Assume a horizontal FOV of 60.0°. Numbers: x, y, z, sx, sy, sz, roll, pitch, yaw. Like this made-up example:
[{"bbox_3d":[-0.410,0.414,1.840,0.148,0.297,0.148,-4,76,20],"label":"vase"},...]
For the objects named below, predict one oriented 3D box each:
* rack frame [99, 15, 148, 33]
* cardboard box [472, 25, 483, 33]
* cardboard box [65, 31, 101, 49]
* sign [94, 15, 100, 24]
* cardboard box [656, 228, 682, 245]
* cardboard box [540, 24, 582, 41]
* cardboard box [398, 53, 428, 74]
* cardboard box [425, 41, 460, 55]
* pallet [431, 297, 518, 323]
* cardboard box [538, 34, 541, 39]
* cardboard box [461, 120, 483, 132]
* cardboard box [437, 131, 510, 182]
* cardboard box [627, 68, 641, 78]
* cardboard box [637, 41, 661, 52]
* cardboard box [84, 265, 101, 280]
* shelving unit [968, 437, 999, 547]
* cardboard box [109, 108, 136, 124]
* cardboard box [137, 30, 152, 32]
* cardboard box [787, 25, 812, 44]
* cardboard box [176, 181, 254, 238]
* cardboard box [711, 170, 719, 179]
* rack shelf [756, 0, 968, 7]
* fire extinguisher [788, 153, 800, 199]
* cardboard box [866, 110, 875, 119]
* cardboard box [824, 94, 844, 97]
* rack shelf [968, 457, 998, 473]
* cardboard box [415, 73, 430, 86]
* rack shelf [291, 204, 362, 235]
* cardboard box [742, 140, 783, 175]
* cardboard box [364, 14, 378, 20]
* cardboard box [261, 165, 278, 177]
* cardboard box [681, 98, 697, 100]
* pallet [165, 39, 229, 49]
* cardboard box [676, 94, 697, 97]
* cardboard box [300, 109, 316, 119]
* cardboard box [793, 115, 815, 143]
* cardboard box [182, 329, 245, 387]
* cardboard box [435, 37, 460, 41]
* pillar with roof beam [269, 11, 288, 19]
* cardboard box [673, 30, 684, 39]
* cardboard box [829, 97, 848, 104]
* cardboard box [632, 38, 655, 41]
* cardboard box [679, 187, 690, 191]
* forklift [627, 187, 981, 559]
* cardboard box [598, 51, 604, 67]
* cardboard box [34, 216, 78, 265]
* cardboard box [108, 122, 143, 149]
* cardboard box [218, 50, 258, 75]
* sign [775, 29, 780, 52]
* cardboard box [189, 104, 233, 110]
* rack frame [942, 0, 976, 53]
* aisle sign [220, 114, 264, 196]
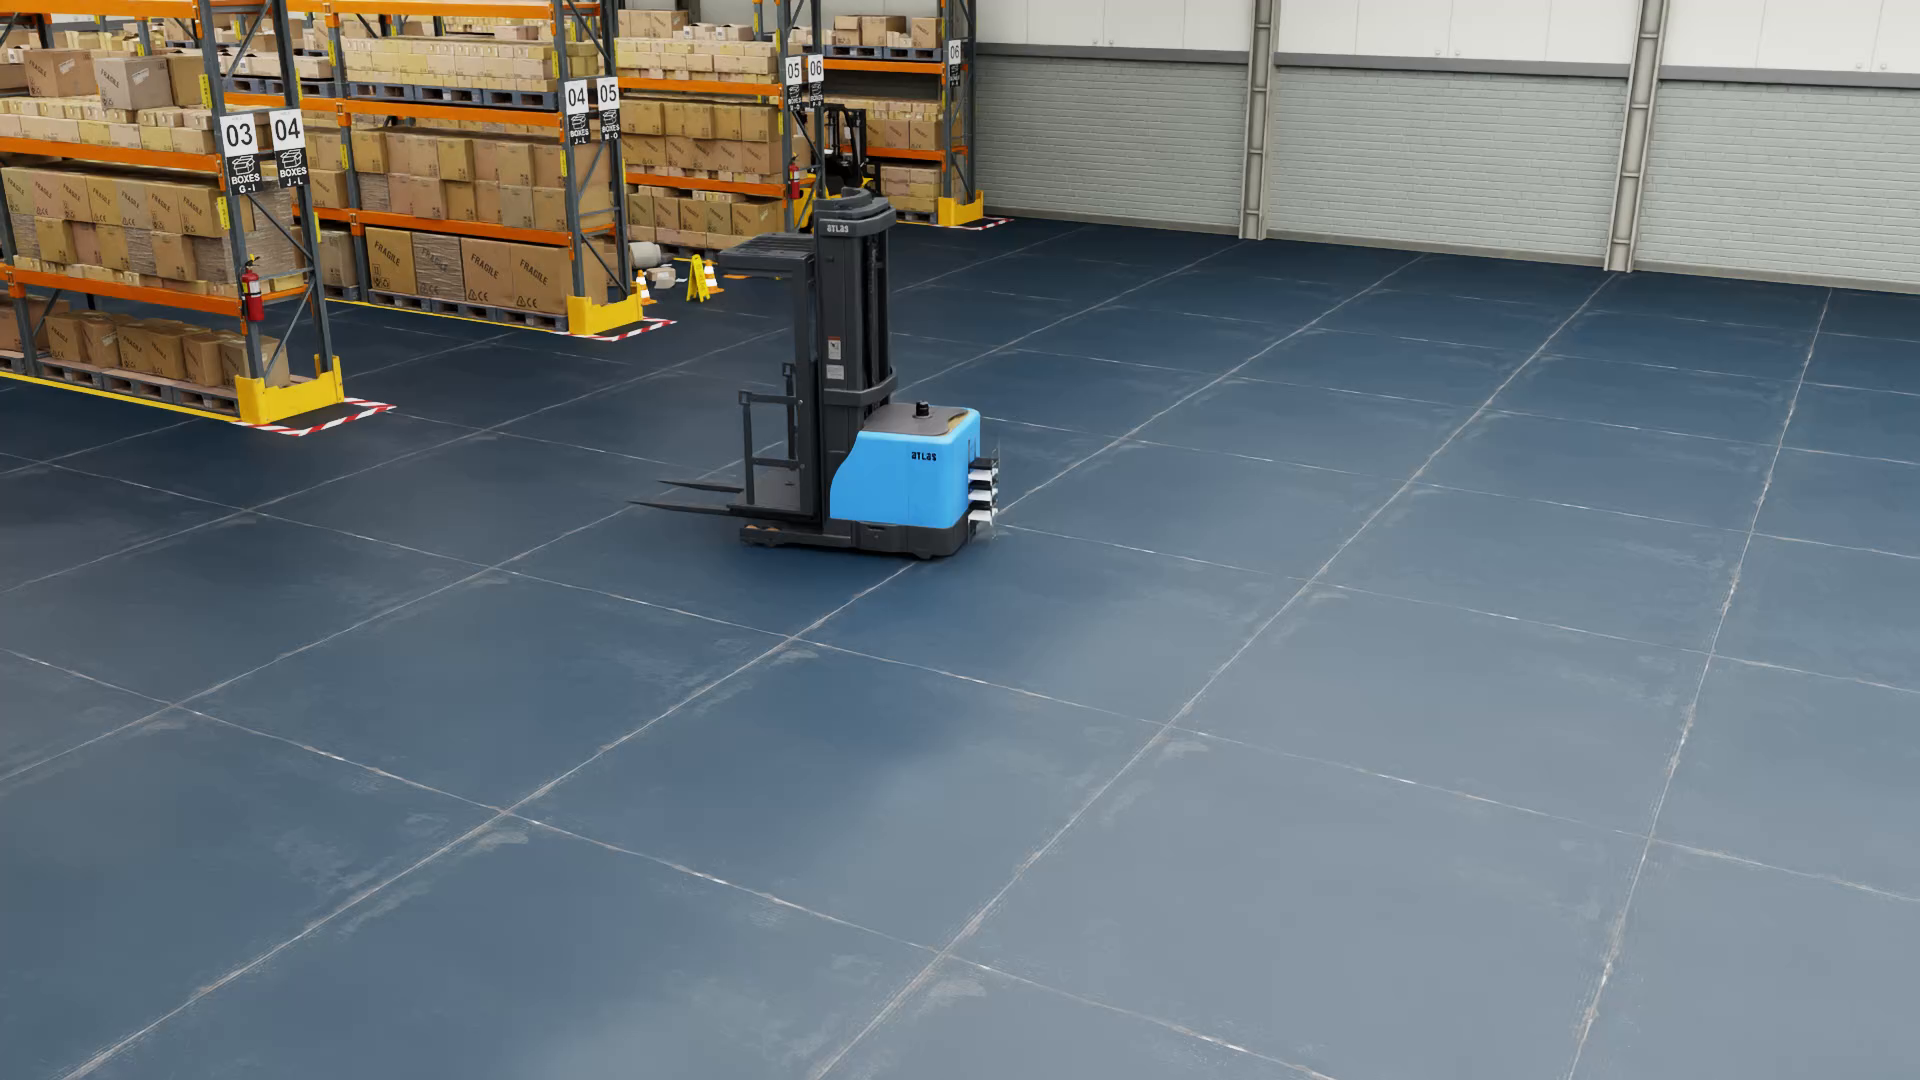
[{"bbox_3d":[-16.393,-11.251,32.186,0.127,3.000,1.000,11,23,27],"label":"rack frame"},{"bbox_3d":[-9.759,-10.479,34.061,0.250,0.149,0.380,11,23,28],"label":"cardboard box"},{"bbox_3d":[-13.347,-7.625,25.318,0.258,0.266,0.396,11,23,27],"label":"cardboard box"},{"bbox_3d":[-16.669,-10.125,32.082,0.005,0.325,0.100,11,23,27],"label":"sign"},{"bbox_3d":[-4.597,-4.989,27.136,0.500,0.250,0.500,10,22,27],"label":"cardboard box"},{"bbox_3d":[-6.671,-8.504,27.882,0.500,0.250,0.500,10,22,26],"label":"cardboard box"},{"bbox_3d":[-7.070,-6.337,22.058,0.500,0.250,0.500,11,22,27],"label":"cardboard box"},{"bbox_3d":[-6.762,-6.442,21.762,0.250,0.149,0.380,11,23,27],"label":"cardboard box"},{"bbox_3d":[-6.548,-3.282,23.103,1.213,0.211,1.003,11,23,27],"label":"pallet"},{"bbox_3d":[-8.434,-10.098,33.626,0.500,0.250,0.500,11,23,27],"label":"cardboard box"},{"bbox_3d":[-8.203,-7.170,28.535,0.500,0.500,0.500,11,23,28],"label":"cardboard box"},{"bbox_3d":[-6.529,-5.178,22.438,0.500,0.550,0.875,11,23,27],"label":"cardboard box"},{"bbox_3d":[-5.093,-7.481,26.558,0.250,0.149,0.380,12,23,29],"label":"cardboard box"},{"bbox_3d":[-4.876,-7.794,26.252,0.250,0.149,0.380,10,22,26],"label":"cardboard box"},{"bbox_3d":[-9.605,-3.041,18.719,0.250,0.149,0.380,11,23,27],"label":"cardboard box"},{"bbox_3d":[0.200,-0.408,14.171,0.210,0.900,0.258,5,21,15],"label":"shelving unit"},{"bbox_3d":[-8.784,-4.519,17.660,0.250,0.149,0.380,10,22,25],"label":"cardboard box"},{"bbox_3d":[-15.555,-9.718,31.964,0.250,0.149,0.380,12,23,29],"label":"cardboard box"},{"bbox_3d":[-2.892,-9.315,30.616,0.500,0.311,0.500,11,23,28],"label":"cardboard box"},{"bbox_3d":[-7.858,-3.495,17.552,0.500,0.500,0.500,11,23,27],"label":"cardboard box"},{"bbox_3d":[-3.739,-5.827,26.399,0.250,0.149,0.380,11,23,28],"label":"cardboard box"},{"bbox_3d":[-1.753,-9.875,30.034,4.000,0.370,1.077,11,23,27],"label":"rack shelf"},{"bbox_3d":[-2.549,-5.578,25.456,0.183,0.674,0.296,11,23,27],"label":"fire extinguisher"},{"bbox_3d":[-1.578,-7.781,30.318,0.250,0.149,0.380,11,23,28],"label":"cardboard box"},{"bbox_3d":[-2.388,-8.325,31.383,0.250,0.149,0.380,10,22,26],"label":"cardboard box"},{"bbox_3d":[0.200,-0.631,14.090,0.200,0.077,0.258,5,21,15],"label":"rack shelf"},{"bbox_3d":[-6.978,-6.108,22.013,0.250,0.149,0.380,11,23,27],"label":"cardboard box"},{"bbox_3d":[-9.988,-4.939,24.638,4.000,0.370,1.077,11,23,27],"label":"rack shelf"},{"bbox_3d":[-3.033,-5.965,25.829,0.500,0.500,0.500,10,22,26],"label":"cardboard box"},{"bbox_3d":[-12.380,-11.224,35.560,0.500,0.250,0.500,11,23,29],"label":"cardboard box"},{"bbox_3d":[-9.711,-5.167,24.065,0.500,0.500,0.500,11,23,28],"label":"cardboard box"},{"bbox_3d":[-5.305,-8.481,32.249,0.250,0.149,0.380,10,22,26],"label":"cardboard box"},{"bbox_3d":[-14.671,-9.477,31.823,1.213,0.211,1.003,11,23,27],"label":"pallet"},{"bbox_3d":[-5.432,-8.762,33.024,0.250,0.149,0.380,10,22,26],"label":"cardboard box"},{"bbox_3d":[-11.762,-7.964,30.307,0.500,0.500,0.500,10,22,26],"label":"cardboard box"},{"bbox_3d":[-2.776,-7.728,31.123,0.500,0.500,0.500,11,23,28],"label":"cardboard box"},{"bbox_3d":[-8.333,-2.040,18.641,0.500,0.500,0.500,18,27,41],"label":"cardboard box"},{"bbox_3d":[-6.883,-6.722,22.536,0.250,0.149,0.380,11,23,27],"label":"cardboard box"},{"bbox_3d":[-17.989,-12.165,34.704,0.400,9.000,9.100,11,23,27],"label":"pillar with roof beam"},{"bbox_3d":[-5.281,-9.671,31.834,0.250,0.149,0.380,10,22,27],"label":"cardboard box"},{"bbox_3d":[-2.202,-8.074,30.689,0.250,0.149,0.380,11,23,27],"label":"cardboard box"},{"bbox_3d":[-5.085,-8.024,26.888,0.250,0.149,0.380,11,23,29],"label":"cardboard box"},{"bbox_3d":[-4.824,-5.590,27.694,0.500,0.500,0.500,11,23,28],"label":"cardboard box"},{"bbox_3d":[-1.391,-1.482,14.151,3.031,2.935,1.130,5,21,15],"label":"forklift"},{"bbox_3d":[-5.666,-7.760,26.744,0.500,0.250,0.500,10,22,26],"label":"cardboard box"},{"bbox_3d":[-9.968,-3.485,18.991,0.500,0.500,0.875,11,23,27],"label":"cardboard box"},{"bbox_3d":[-8.683,-4.334,17.736,0.500,0.250,0.500,11,23,28],"label":"cardboard box"},{"bbox_3d":[-10.324,-6.868,23.870,0.500,0.311,0.500,10,22,26],"label":"cardboard box"},{"bbox_3d":[-2.713,-7.435,24.765,0.005,0.325,0.100,11,23,27],"label":"sign"},{"bbox_3d":[-8.048,-4.605,17.899,0.250,0.149,0.380,12,23,29],"label":"cardboard box"},{"bbox_3d":[-0.007,-10.069,28.926,0.127,3.000,1.000,11,23,27],"label":"rack frame"},{"bbox_3d":[-7.350,-3.943,17.023,0.004,0.787,0.394,11,23,27],"label":"aisle sign"}]
